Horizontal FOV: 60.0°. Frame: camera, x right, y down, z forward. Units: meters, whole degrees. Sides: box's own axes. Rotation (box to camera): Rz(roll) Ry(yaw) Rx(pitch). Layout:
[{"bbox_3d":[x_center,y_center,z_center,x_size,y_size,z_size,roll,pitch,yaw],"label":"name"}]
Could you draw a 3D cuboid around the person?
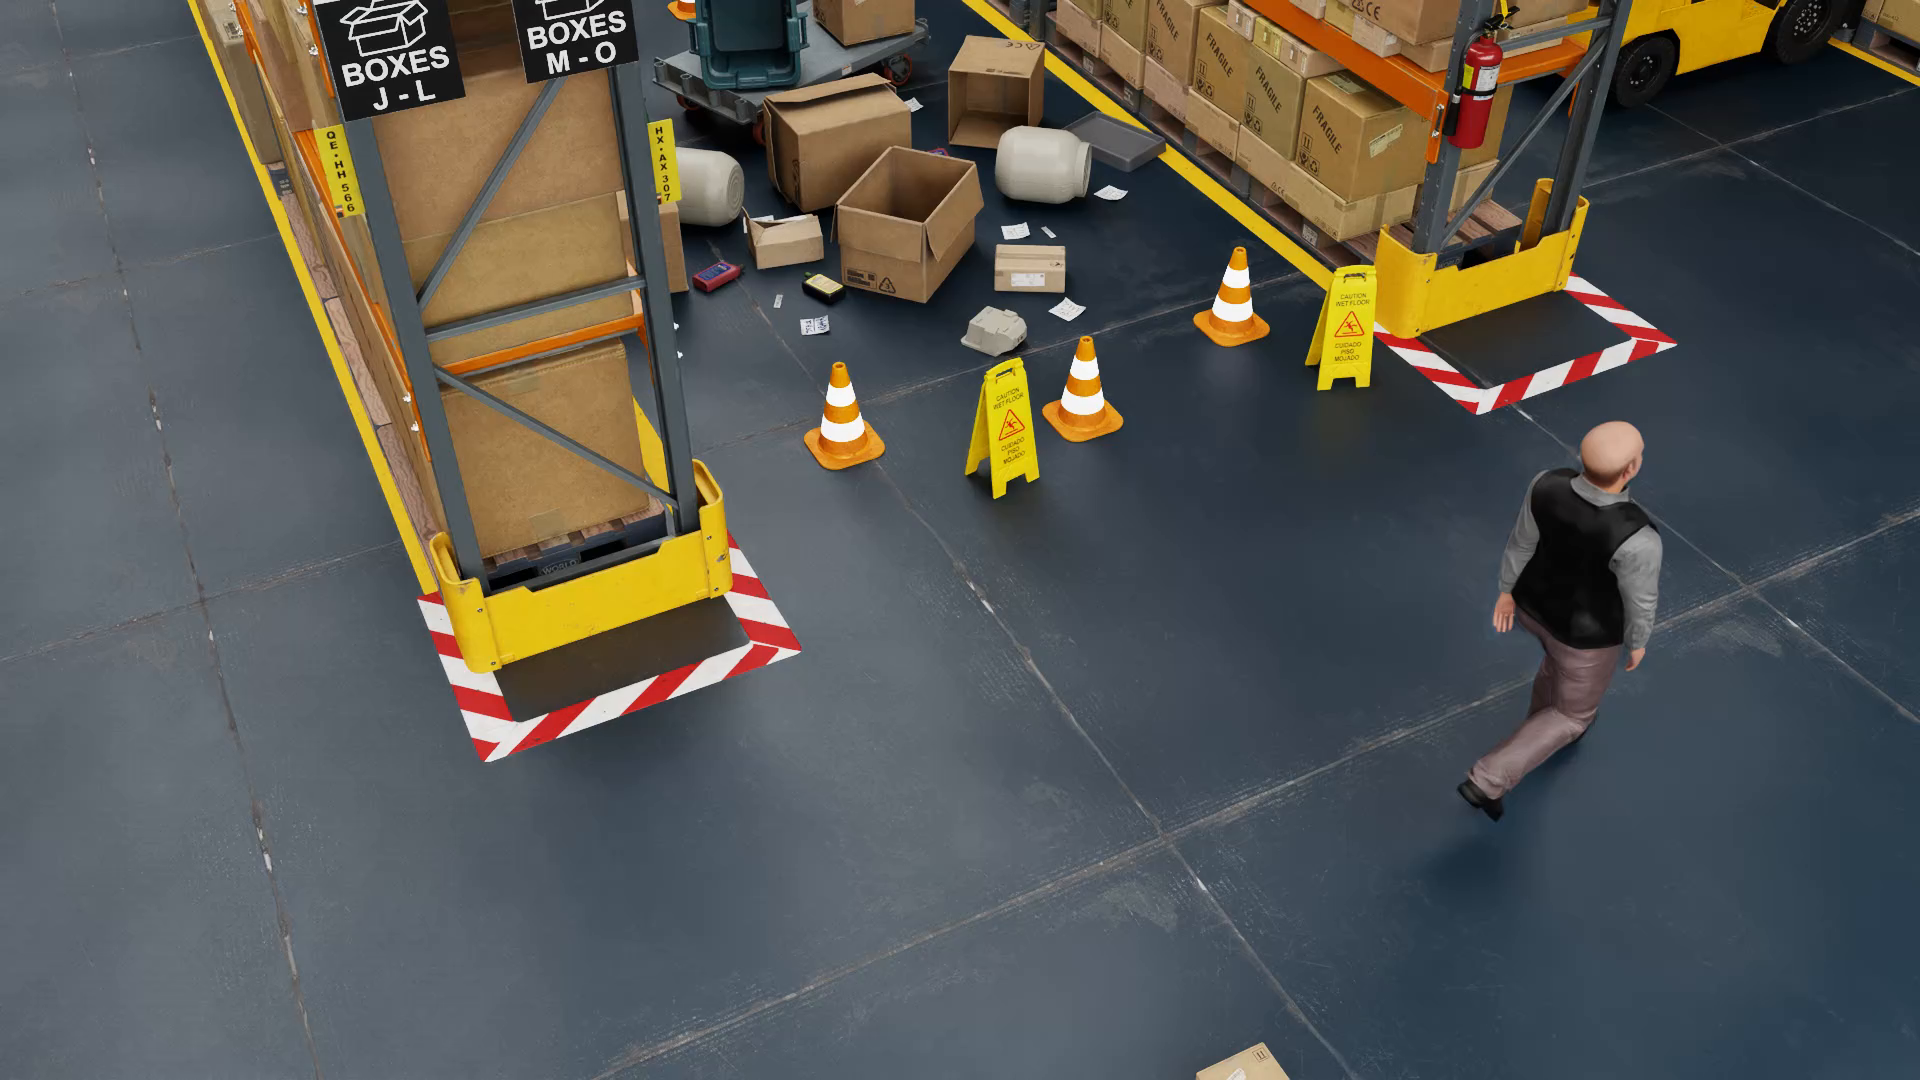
[{"bbox_3d":[2.138,0.282,5.851,0.859,1.684,0.543,-20,45,-22],"label":"person"}]
